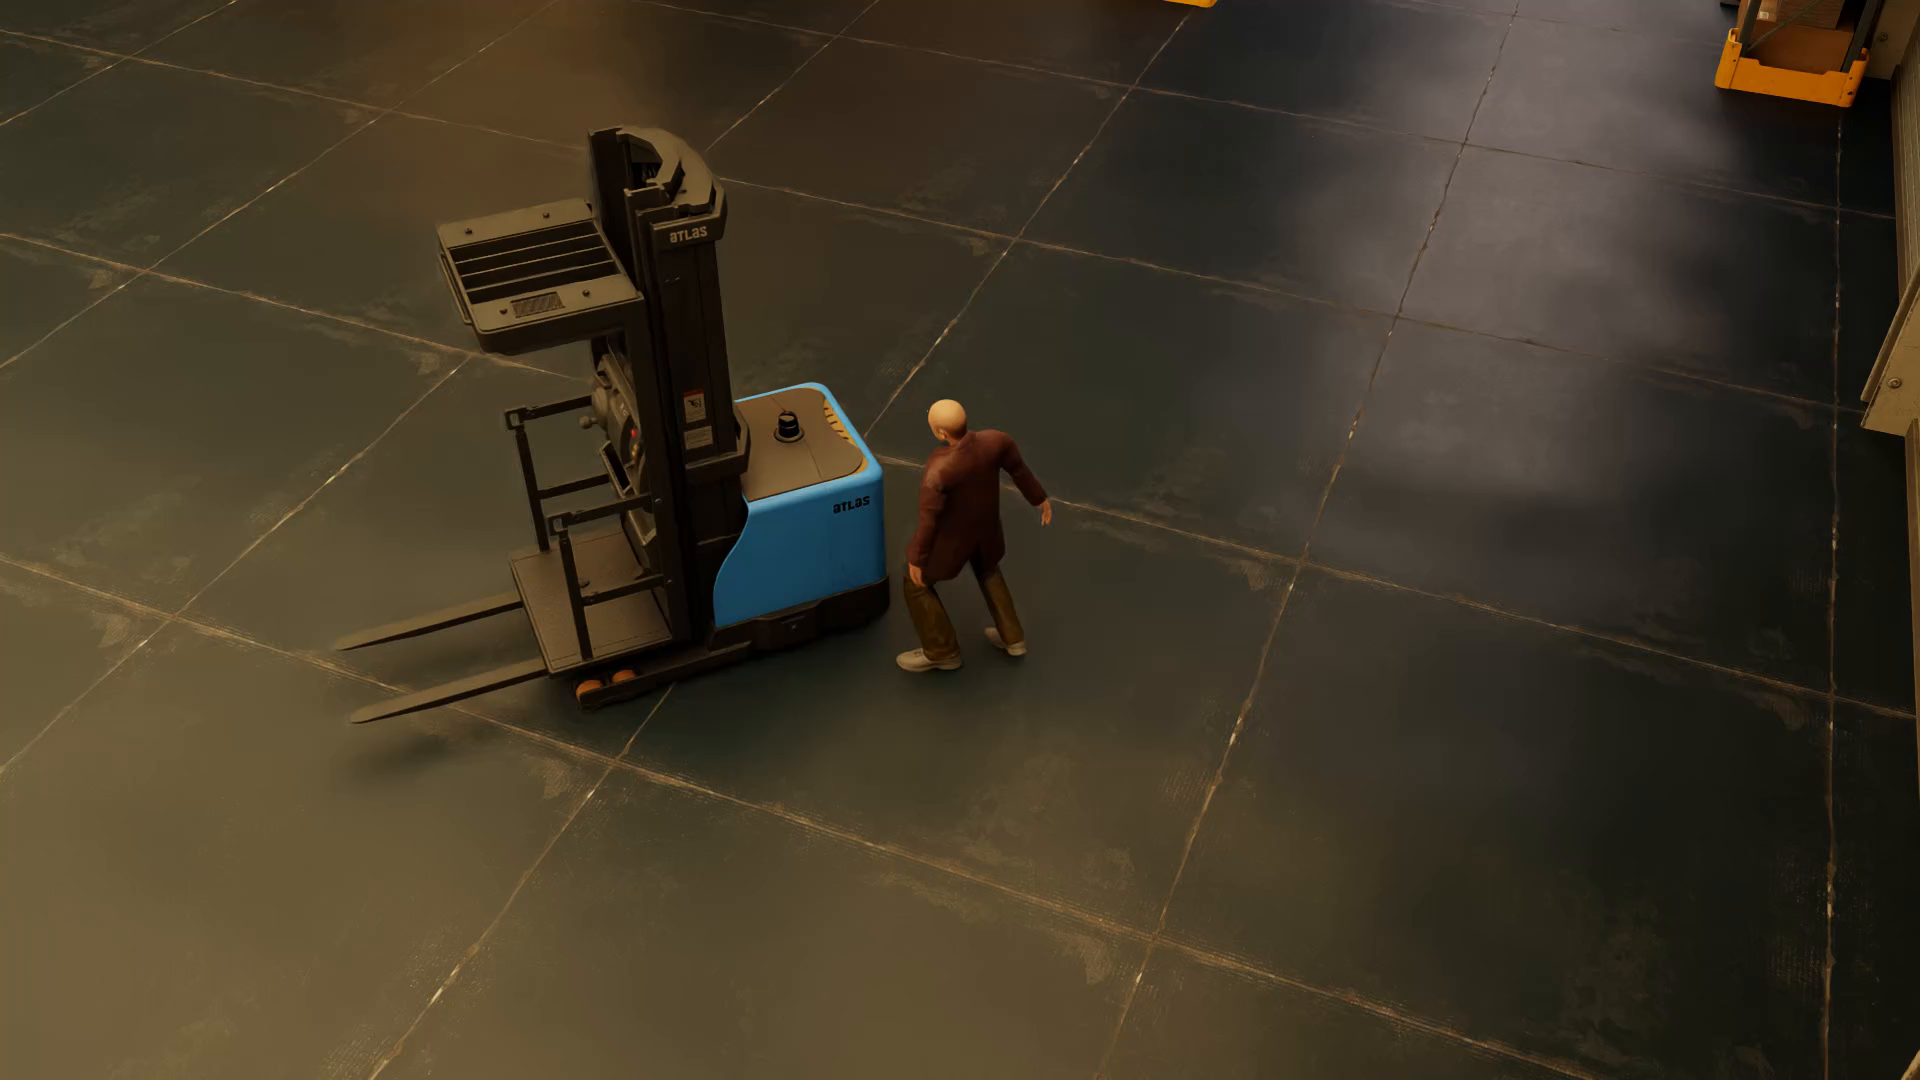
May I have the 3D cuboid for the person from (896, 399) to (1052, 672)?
[{"bbox_3d":[0.083,-0.037,9.045,0.935,1.739,0.584,-23,45,-25],"label":"person"}]

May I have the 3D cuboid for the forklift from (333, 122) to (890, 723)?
[{"bbox_3d":[-1.972,-0.577,8.696,3.031,2.935,1.130,-16,43,-18],"label":"forklift"}]
